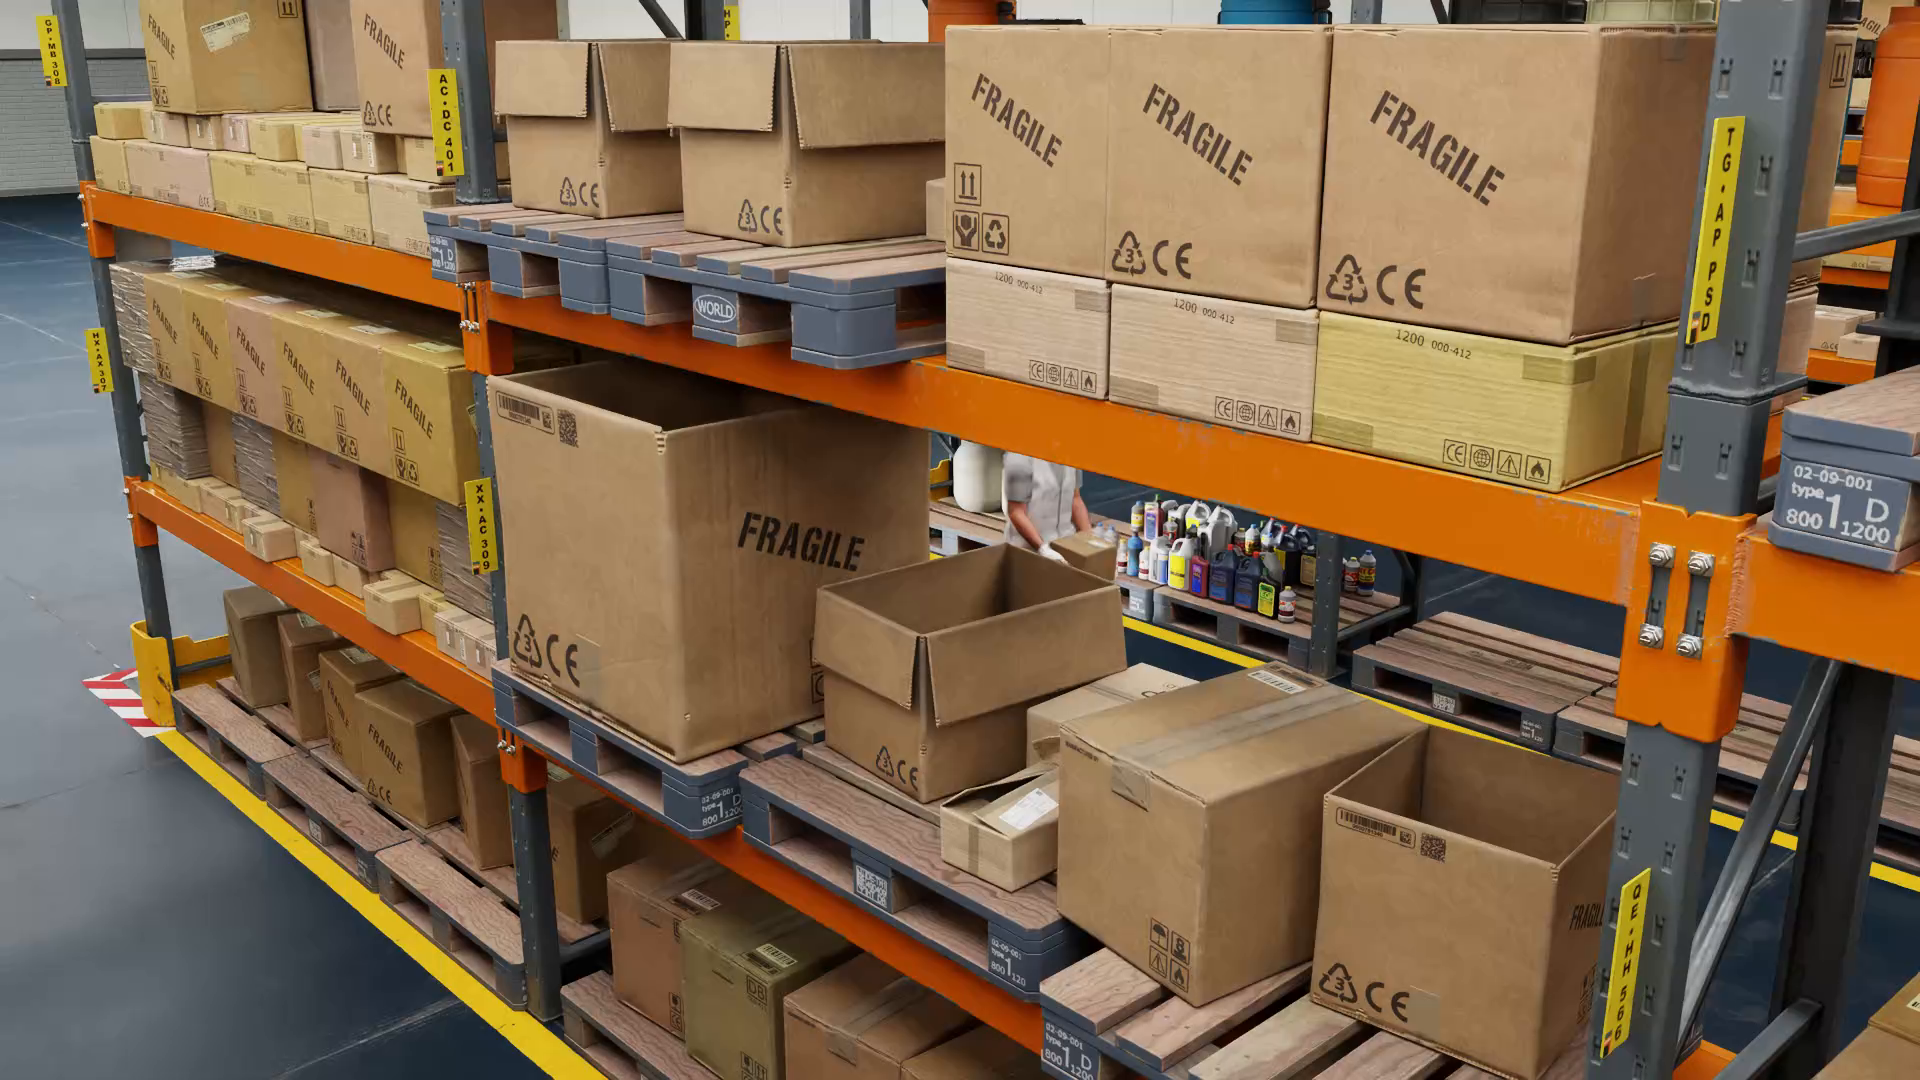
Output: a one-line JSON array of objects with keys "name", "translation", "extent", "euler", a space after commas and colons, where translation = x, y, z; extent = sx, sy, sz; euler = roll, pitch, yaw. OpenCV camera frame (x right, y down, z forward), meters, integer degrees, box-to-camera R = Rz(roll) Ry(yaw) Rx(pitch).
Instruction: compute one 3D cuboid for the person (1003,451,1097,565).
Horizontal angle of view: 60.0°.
[{"name": "person", "translation": [0.487, 0.080, 8.739], "extent": [0.530, 1.793, 0.486], "euler": [-16, 23, -42]}]
